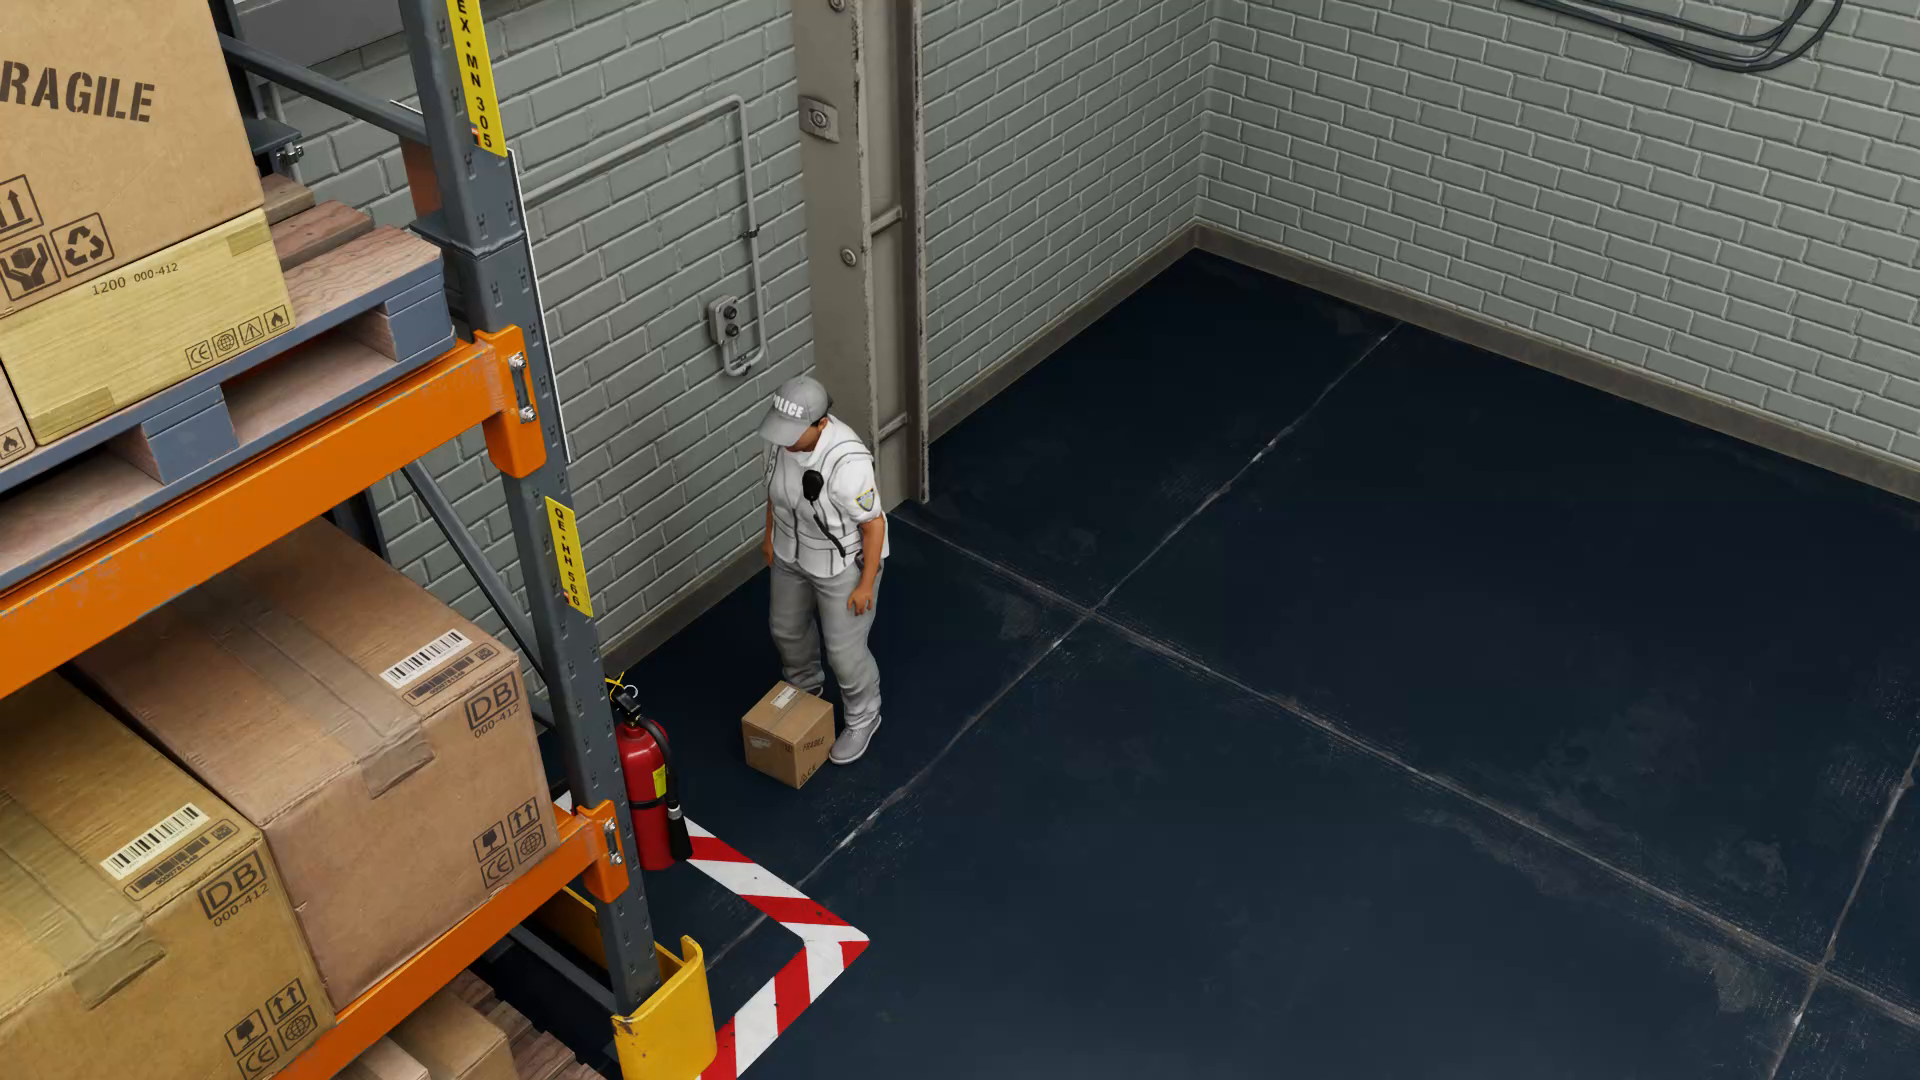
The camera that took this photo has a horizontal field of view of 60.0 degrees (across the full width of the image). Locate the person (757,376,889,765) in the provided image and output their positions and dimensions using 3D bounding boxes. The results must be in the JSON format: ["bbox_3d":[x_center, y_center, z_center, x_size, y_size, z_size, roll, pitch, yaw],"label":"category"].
[{"bbox_3d":[-0.518,0.082,6.049,0.537,1.665,0.470,26,46,28],"label":"person"}]
